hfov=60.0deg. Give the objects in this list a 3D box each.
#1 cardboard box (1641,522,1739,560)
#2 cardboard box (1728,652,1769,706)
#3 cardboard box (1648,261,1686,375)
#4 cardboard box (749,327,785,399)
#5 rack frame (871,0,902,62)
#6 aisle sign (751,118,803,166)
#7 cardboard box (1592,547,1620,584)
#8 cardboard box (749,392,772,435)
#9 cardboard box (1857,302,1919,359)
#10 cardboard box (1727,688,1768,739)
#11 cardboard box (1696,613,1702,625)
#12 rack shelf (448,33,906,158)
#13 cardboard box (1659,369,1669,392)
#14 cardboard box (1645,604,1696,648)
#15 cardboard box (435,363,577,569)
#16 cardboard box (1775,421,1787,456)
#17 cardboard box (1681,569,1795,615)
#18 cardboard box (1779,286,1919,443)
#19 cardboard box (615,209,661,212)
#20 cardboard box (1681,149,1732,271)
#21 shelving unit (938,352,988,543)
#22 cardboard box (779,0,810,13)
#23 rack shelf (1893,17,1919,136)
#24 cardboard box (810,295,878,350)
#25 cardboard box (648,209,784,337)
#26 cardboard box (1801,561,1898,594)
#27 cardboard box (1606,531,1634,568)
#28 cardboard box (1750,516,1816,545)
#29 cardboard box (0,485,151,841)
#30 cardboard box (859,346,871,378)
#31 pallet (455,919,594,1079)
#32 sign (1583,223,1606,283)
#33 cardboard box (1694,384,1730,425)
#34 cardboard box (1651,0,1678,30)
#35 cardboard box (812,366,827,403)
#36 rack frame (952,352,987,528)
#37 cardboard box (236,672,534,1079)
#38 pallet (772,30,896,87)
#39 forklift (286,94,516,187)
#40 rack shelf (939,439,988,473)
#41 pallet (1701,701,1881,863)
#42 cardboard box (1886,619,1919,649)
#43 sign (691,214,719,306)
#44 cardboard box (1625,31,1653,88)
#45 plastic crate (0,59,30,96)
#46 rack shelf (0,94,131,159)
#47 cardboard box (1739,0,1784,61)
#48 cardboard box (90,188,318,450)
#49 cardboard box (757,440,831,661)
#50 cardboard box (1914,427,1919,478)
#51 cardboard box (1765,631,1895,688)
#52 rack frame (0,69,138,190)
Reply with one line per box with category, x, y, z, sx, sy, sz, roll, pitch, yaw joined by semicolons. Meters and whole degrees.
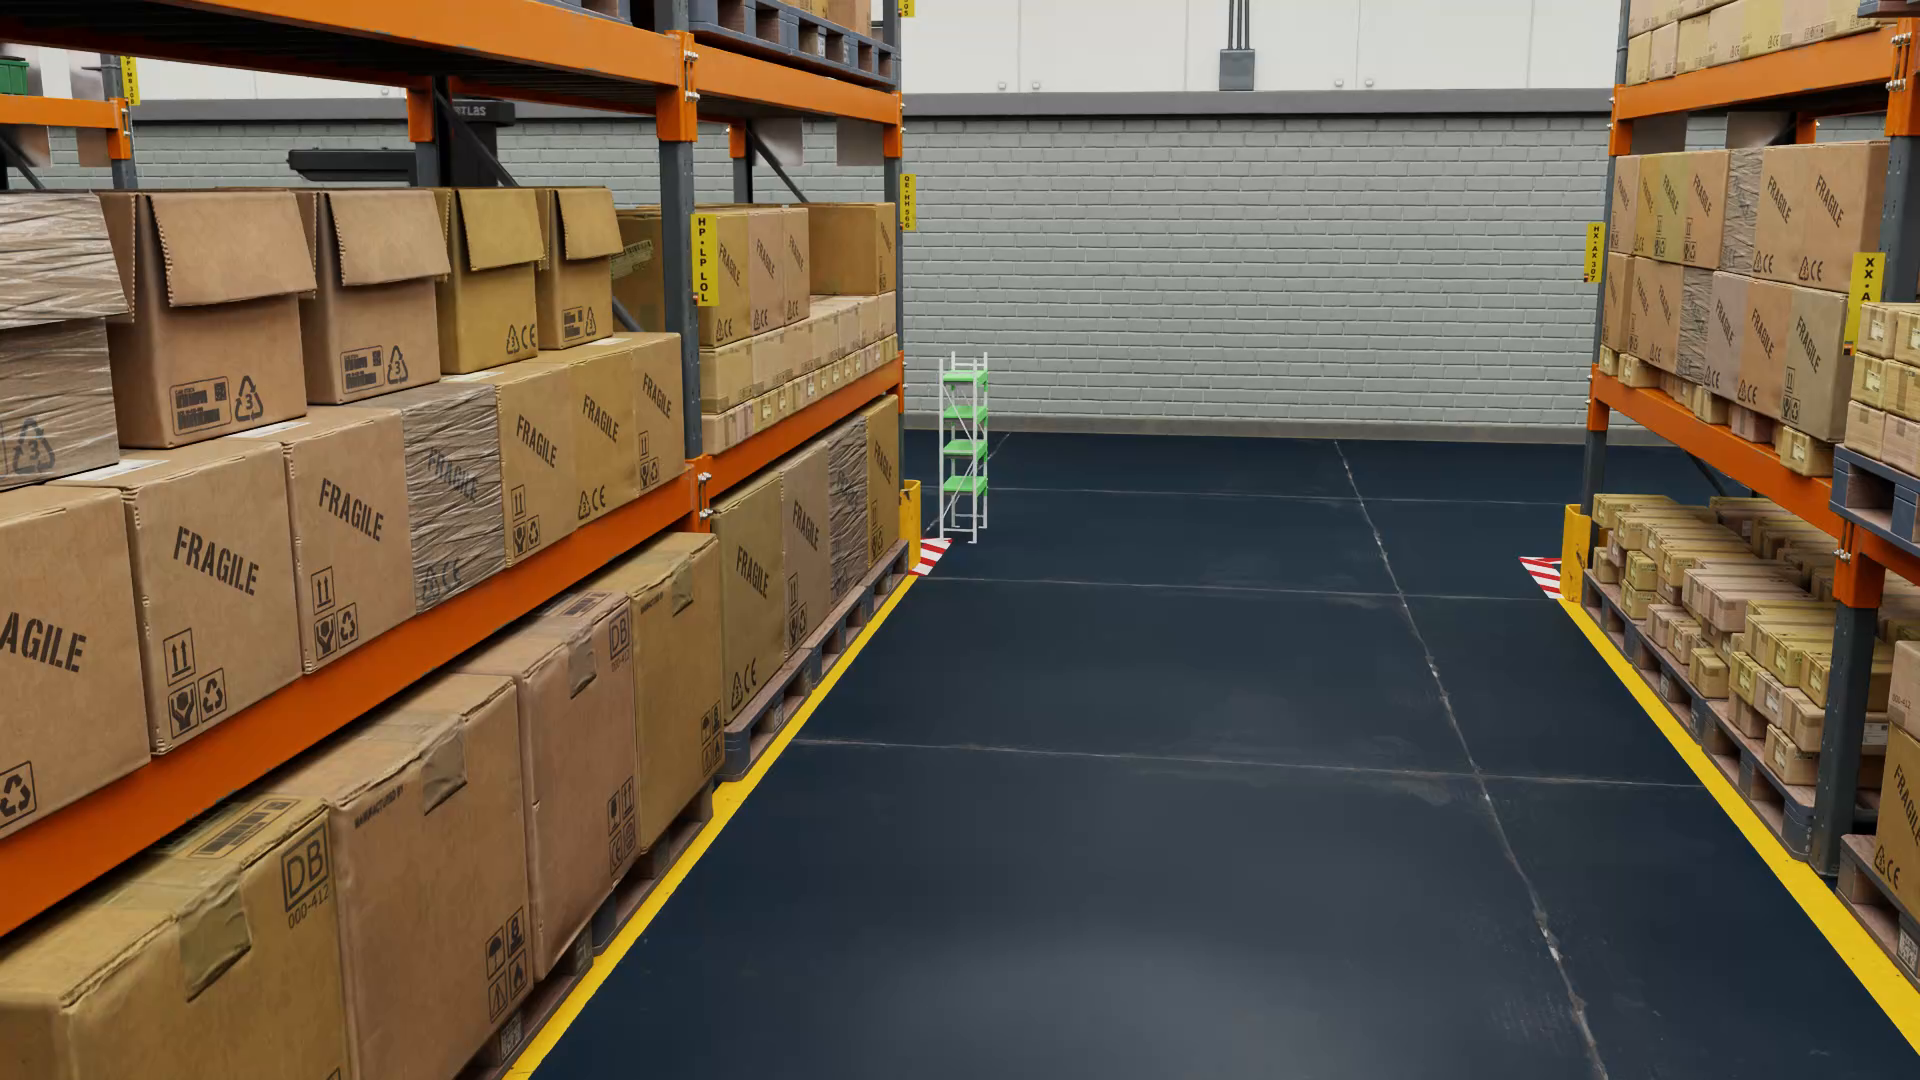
cardboard box;3.580;0.014;8.166;0.380;0.149;0.250;1;12;6
cardboard box;3.214;0.541;6.426;0.380;0.149;0.250;1;12;7
cardboard box;3.554;-1.041;7.762;0.500;0.500;0.500;2;12;9
cardboard box;-1.047;-0.759;7.046;0.500;0.250;0.500;2;12;8
rack frame;-0.844;-4.260;9.399;1.000;3.000;0.127;2;12;9
aisle sign;-1.130;-2.623;9.872;0.394;0.787;0.004;2;12;9
cardboard box;3.644;0.142;8.986;0.380;0.149;0.250;2;12;10
cardboard box;-1.005;-0.532;6.938;0.380;0.149;0.250;2;12;11
cardboard box;2.911;-0.619;4.933;0.380;0.149;0.250;3;12;12
cardboard box;3.249;0.674;6.514;0.380;0.149;0.250;1;12;7
cardboard box;3.513;0.329;7.410;0.380;0.149;0.250;2;12;11
rack shelf;-1.152;-2.025;7.859;1.077;0.370;4.000;2;12;9
cardboard box;3.671;-0.799;8.176;0.380;0.149;0.250;2;12;11
cardboard box;3.437;0.406;7.761;0.380;0.149;0.250;1;12;6
cardboard box;-1.418;-0.225;4.682;0.500;0.500;0.500;2;12;8
cardboard box;3.271;-0.368;6.176;0.380;0.149;0.250;2;12;11
cardboard box;3.352;0.228;7.171;0.380;0.149;0.250;1;12;7
cardboard box;3.221;-0.617;5.792;0.500;0.500;0.500;2;12;9
cardboard box;-1.572;-1.142;7.041;0.500;0.500;0.500;2;12;9
cardboard box;3.462;-1.425;7.167;0.500;0.500;0.500;1;12;7
shelving unit;0.025;-0.621;11.027;0.258;1.200;0.503;2;12;9
cardboard box;-1.091;-2.645;7.554;0.700;0.500;0.500;2;12;11
rack shelf;3.118;-1.011;3.152;1.077;0.370;4.000;2;12;9
cardboard box;-0.735;-1.184;9.018;0.500;0.250;0.500;2;12;8
cardboard box;-1.050;-1.127;6.972;0.500;0.500;0.500;2;12;9
cardboard box;3.949;0.195;7.325;0.380;0.149;0.250;2;12;9
cardboard box;3.609;0.053;8.689;0.380;0.149;0.250;2;12;8
cardboard box;4.201;-0.021;8.329;0.380;0.149;0.250;2;12;7
cardboard box;-1.731;0.197;2.722;0.500;0.500;0.500;2;12;10
cardboard box;-0.691;-0.961;8.929;0.380;0.149;0.250;2;12;10
pallet;-1.689;1.286;4.523;1.003;0.211;1.213;2;12;9
sign;3.505;-1.586;9.178;0.100;0.325;0.005;2;12;9
cardboard box;3.408;-0.585;7.183;0.380;0.149;0.250;2;12;10
cardboard box;3.638;-2.591;7.946;0.500;0.250;0.500;2;12;8
cardboard box;-0.847;-0.747;7.936;0.380;0.149;0.250;2;12;7
rack frame;0.063;-0.672;11.263;0.240;1.200;0.015;2;12;9
cardboard box;-1.803;0.843;4.007;1.225;0.875;0.875;2;12;9
pallet;-0.948;-2.595;9.007;1.003;0.211;1.213;2;12;9
forklift;-3.584;-1.383;10.453;3.031;2.935;1.130;-3;13;-15
rack shelf;0.025;-0.559;11.040;0.258;0.148;0.480;2;12;9
pallet;3.494;0.909;6.272;1.003;0.211;1.213;2;12;9
cardboard box;3.775;0.410;6.328;0.380;0.149;0.250;2;12;8
sign;-0.922;-1.006;5.982;0.100;0.325;0.005;2;12;9
cardboard box;3.720;-2.453;8.493;0.500;0.250;0.500;2;12;11
plastic crate;-5.608;-2.636;9.487;0.450;0.188;0.336;2;12;9
rack shelf;-6.046;-2.186;8.604;1.077;0.370;4.000;2;12;9
cardboard box;3.401;-2.026;6.510;0.500;0.250;0.500;2;12;8
cardboard box;-1.843;-0.488;3.521;0.797;0.503;0.637;2;12;10
cardboard box;-1.140;0.017;7.842;0.875;0.875;0.875;2;12;9
cardboard box;2.832;-0.218;4.486;0.380;0.149;0.250;2;12;9
cardboard box;3.224;0.448;6.153;0.380;0.149;0.250;2;12;9
rack frame;-5.738;-1.488;10.776;1.000;3.000;0.127;2;12;9
